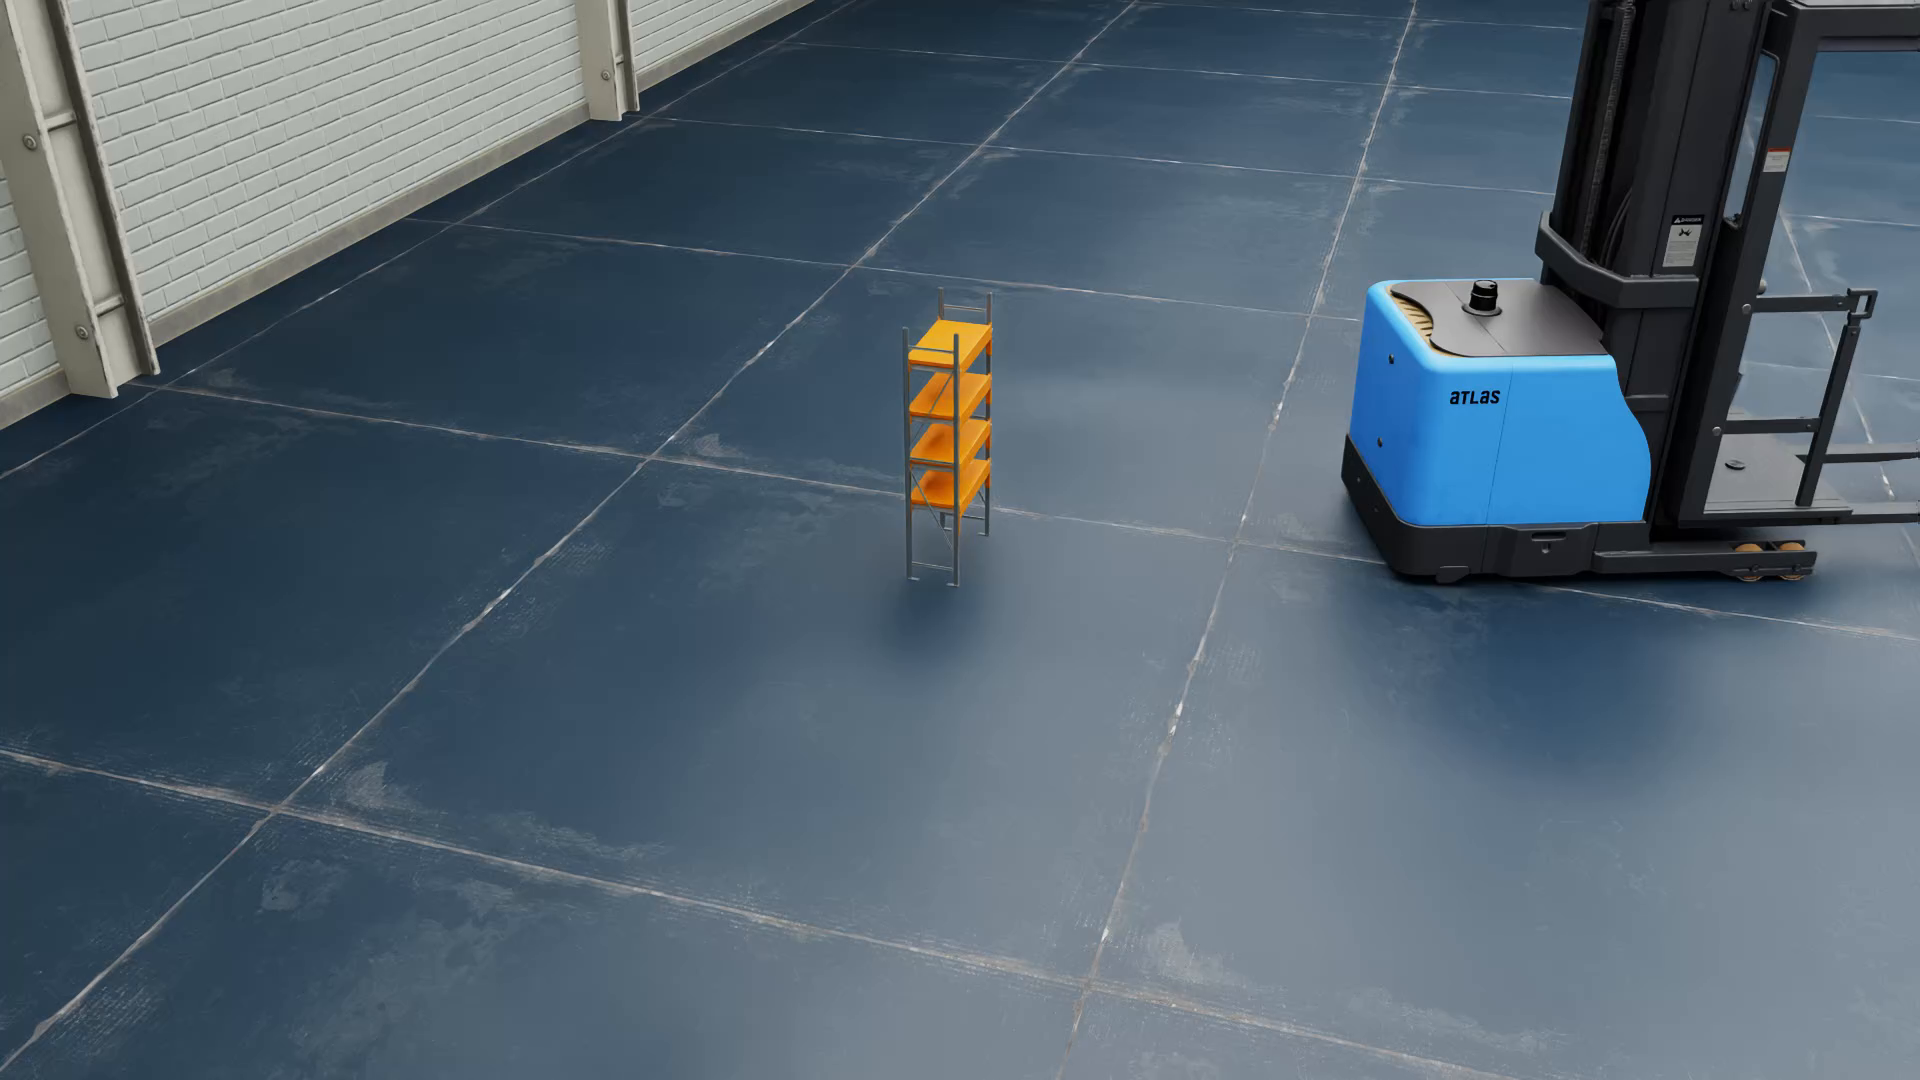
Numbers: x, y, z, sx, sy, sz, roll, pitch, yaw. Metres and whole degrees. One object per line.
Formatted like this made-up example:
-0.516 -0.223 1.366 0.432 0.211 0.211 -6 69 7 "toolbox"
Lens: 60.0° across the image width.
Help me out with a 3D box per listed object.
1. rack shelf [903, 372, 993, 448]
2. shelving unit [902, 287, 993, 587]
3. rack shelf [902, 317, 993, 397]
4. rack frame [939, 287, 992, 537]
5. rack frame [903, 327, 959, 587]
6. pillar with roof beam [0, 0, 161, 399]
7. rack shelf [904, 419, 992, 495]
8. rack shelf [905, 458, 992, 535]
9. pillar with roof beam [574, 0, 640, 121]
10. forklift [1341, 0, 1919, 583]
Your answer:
-0.049 -0.584 7.244 0.258 0.148 0.480 8 30 15 "rack shelf"
-0.049 -0.447 7.320 0.258 1.200 0.503 8 30 15 "shelving unit"
-0.049 -0.791 7.129 0.258 0.148 0.480 8 30 15 "rack shelf"
0.023 -0.561 7.524 0.240 1.200 0.015 8 30 15 "rack frame"
-0.120 -0.334 7.116 0.240 1.200 0.015 8 30 15 "rack frame"
-0.639 -4.209 6.059 9.100 9.000 0.400 8 30 15 "pillar with roof beam"
-0.049 -0.389 7.353 0.258 0.148 0.480 8 30 15 "rack shelf"
-0.049 -0.215 7.449 0.258 0.148 0.480 8 30 15 "rack shelf"
1.122 -6.997 11.071 9.100 9.000 0.400 8 30 15 "pillar with roof beam"
3.402 -1.352 7.165 3.031 2.935 1.130 -1 29 -3 "forklift"
